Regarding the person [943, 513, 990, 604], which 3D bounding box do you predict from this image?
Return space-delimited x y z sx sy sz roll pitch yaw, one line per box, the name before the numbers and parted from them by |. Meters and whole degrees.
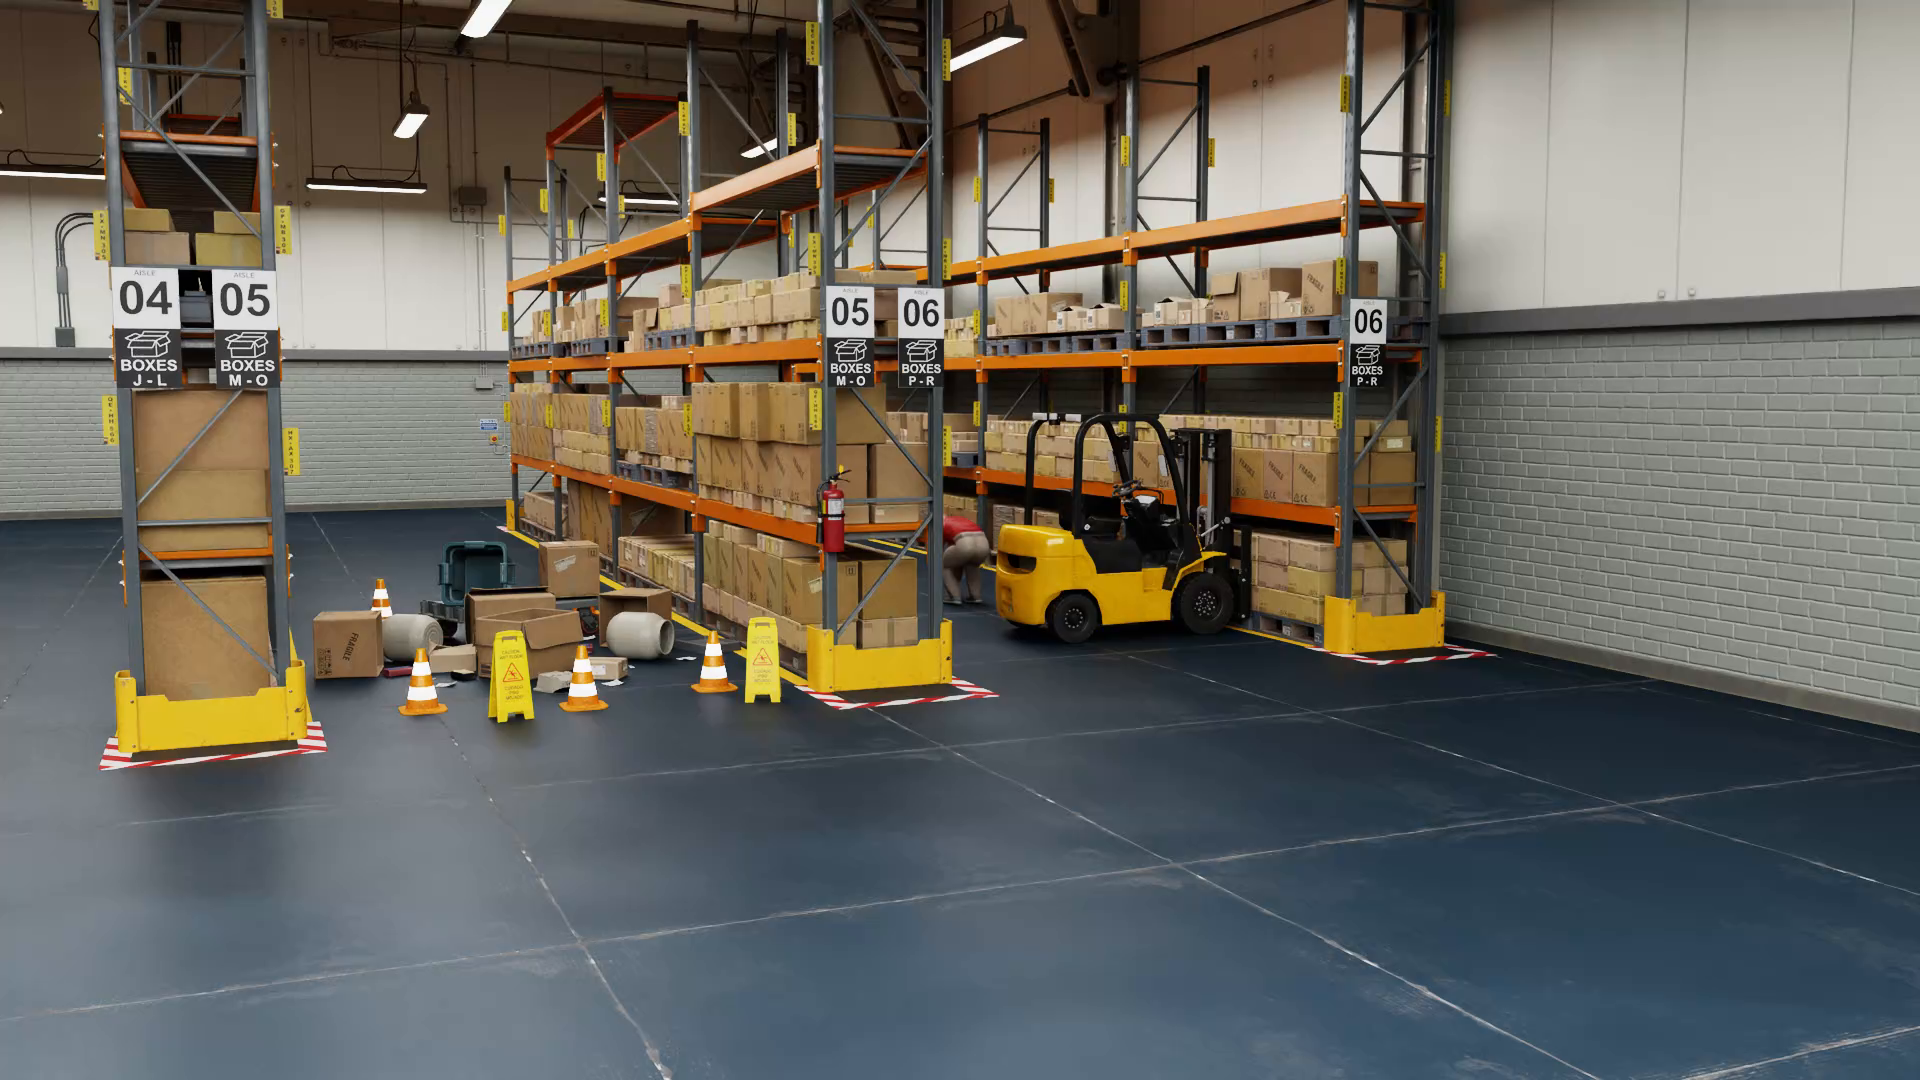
person | -0.026 0.209 18.642 0.536 0.981 0.930 -3 6 -26
